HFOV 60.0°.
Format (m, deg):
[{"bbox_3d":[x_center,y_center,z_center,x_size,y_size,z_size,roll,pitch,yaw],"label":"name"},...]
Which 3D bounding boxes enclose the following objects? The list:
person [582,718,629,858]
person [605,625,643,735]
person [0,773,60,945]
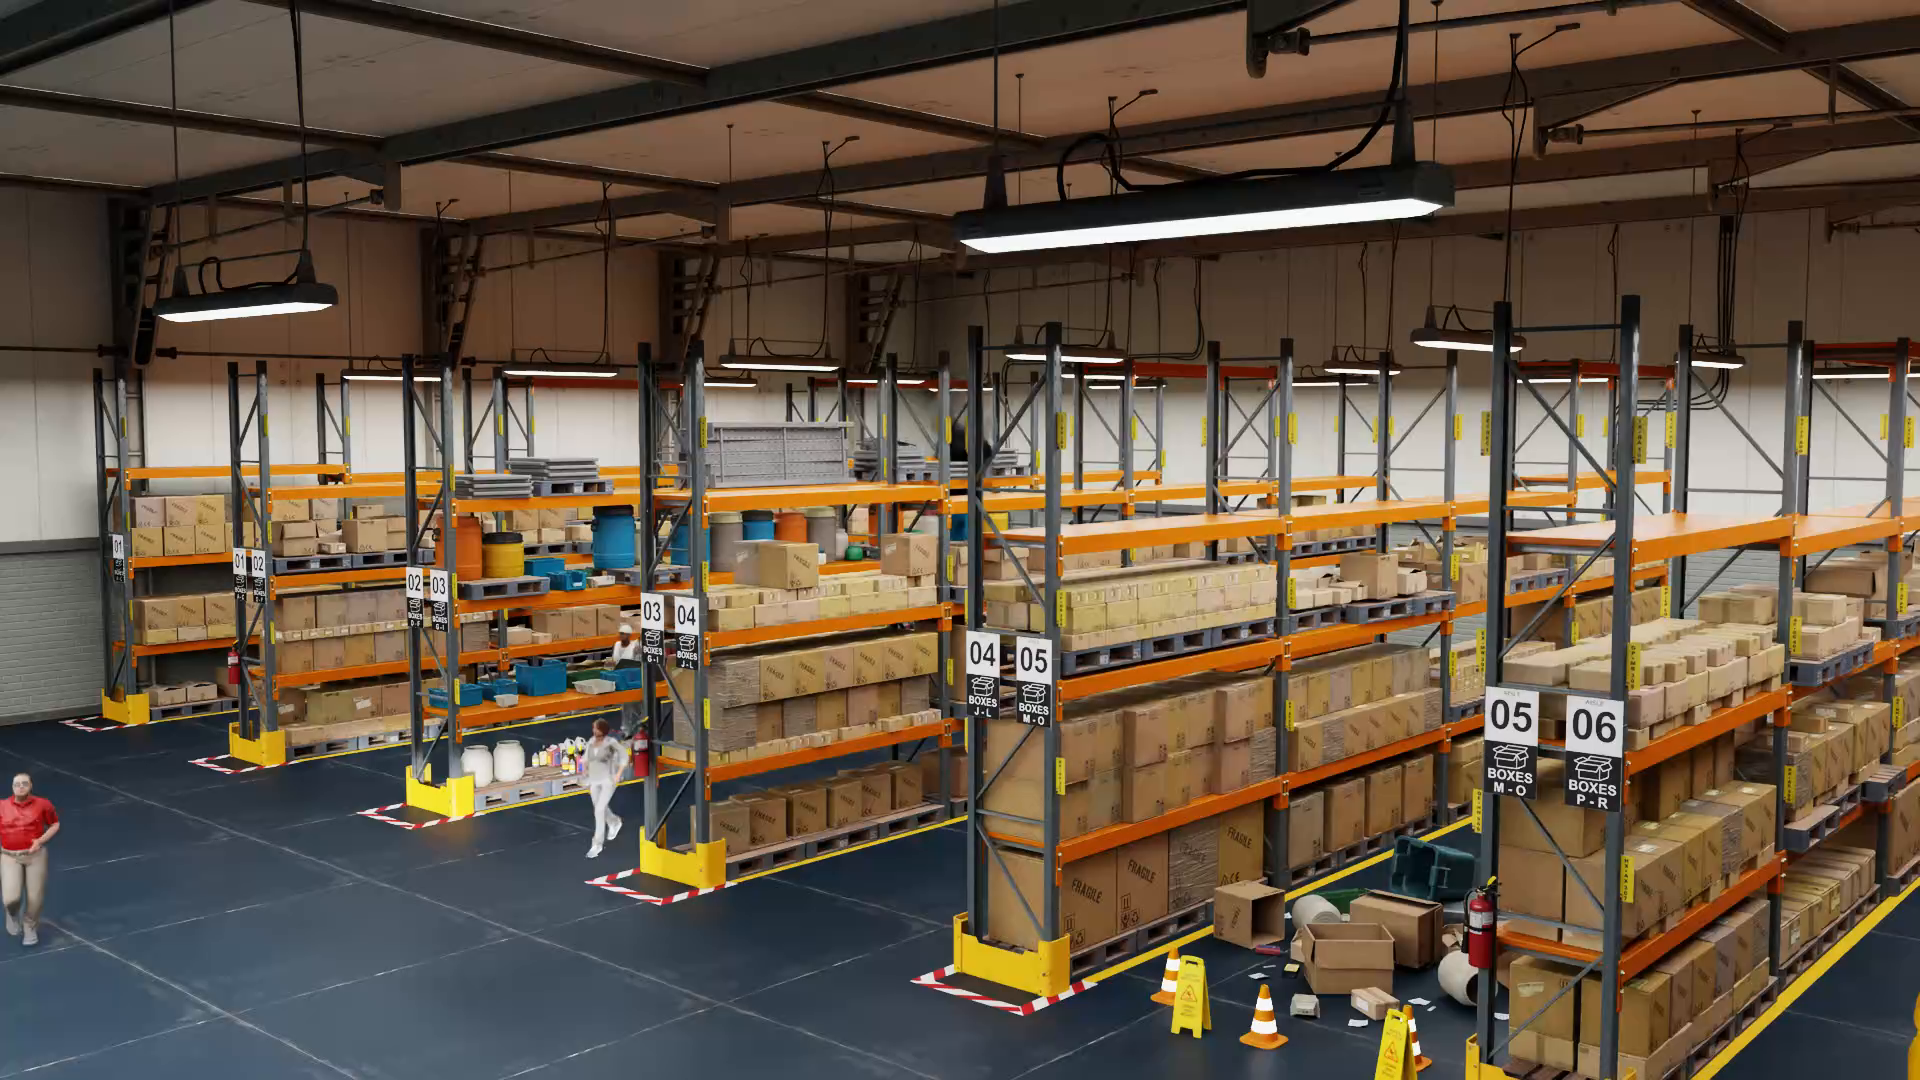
[{"bbox_3d":[-4.232,2.911,19.832,0.565,1.613,0.772,2,5,24],"label":"person"},{"bbox_3d":[-5.391,2.282,27.063,0.614,1.830,0.868,3,5,37],"label":"person"},{"bbox_3d":[-9.167,3.129,16.269,0.657,1.686,0.590,-2,5,-29],"label":"person"}]
